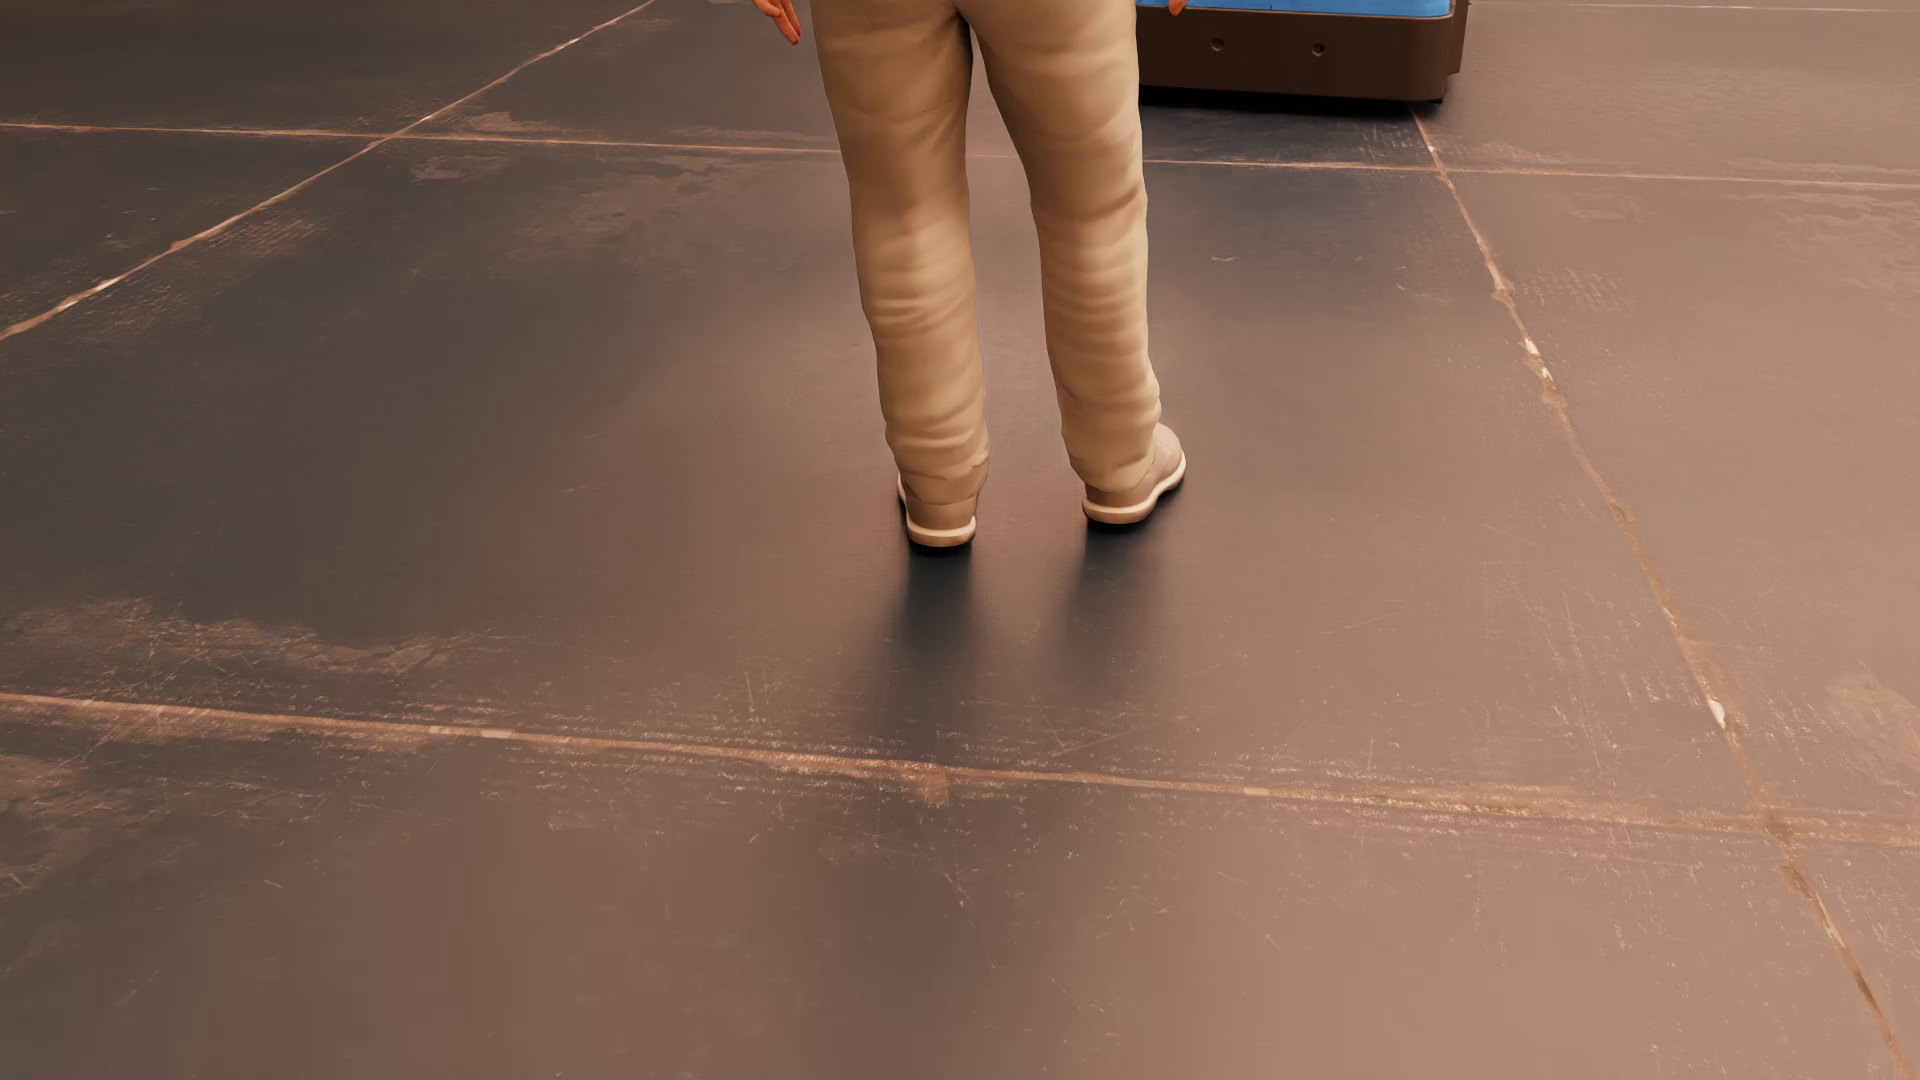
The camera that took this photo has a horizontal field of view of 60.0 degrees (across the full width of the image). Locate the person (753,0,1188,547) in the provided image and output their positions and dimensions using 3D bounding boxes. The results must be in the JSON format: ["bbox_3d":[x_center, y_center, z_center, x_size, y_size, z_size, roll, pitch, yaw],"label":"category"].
[{"bbox_3d":[0.023,-0.836,2.167,0.640,1.778,0.575,3,27,7],"label":"person"}]

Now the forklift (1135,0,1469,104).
[{"bbox_3d":[1.356,-3.258,5.749,1.130,2.935,3.031,8,27,15],"label":"forklift"}]
